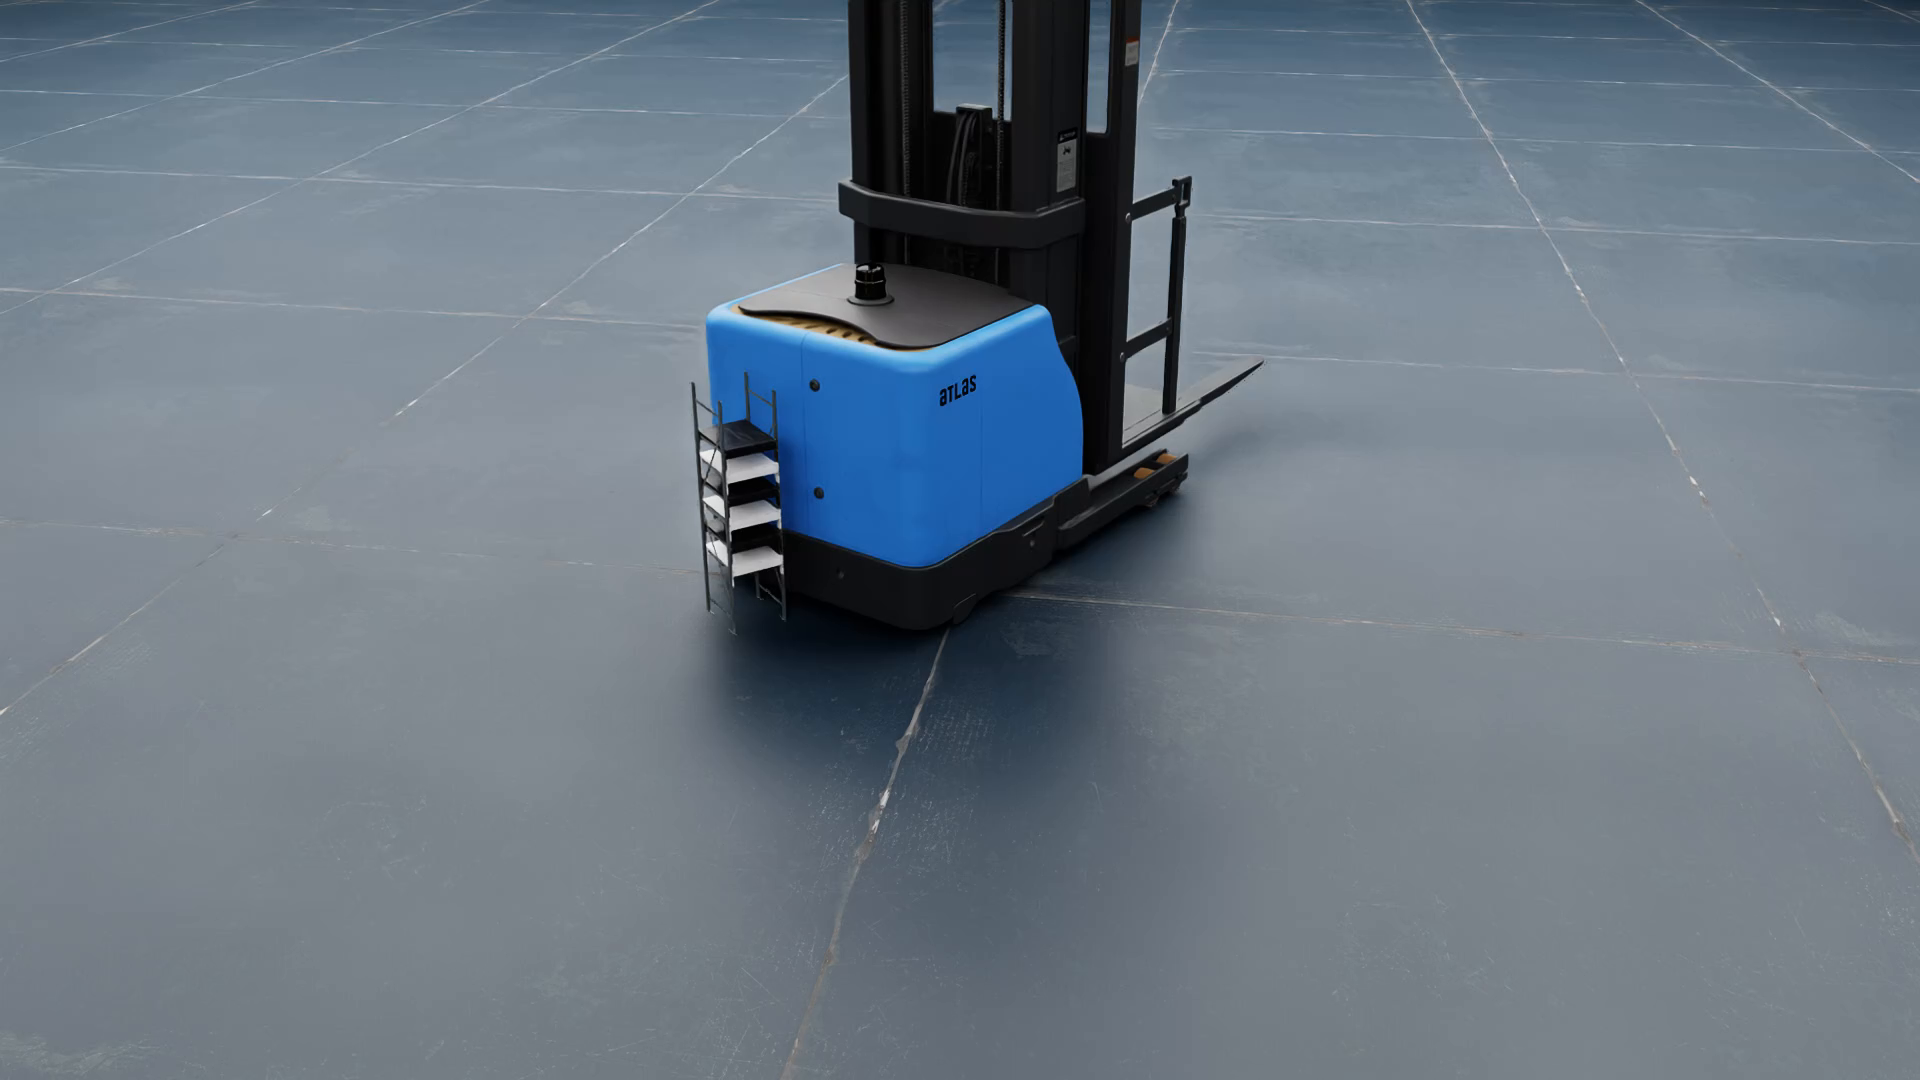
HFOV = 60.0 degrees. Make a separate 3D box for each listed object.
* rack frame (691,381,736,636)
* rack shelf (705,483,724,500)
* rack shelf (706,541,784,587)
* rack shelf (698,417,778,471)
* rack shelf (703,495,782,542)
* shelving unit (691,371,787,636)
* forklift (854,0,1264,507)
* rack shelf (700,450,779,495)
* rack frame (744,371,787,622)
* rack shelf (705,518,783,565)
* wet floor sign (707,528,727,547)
[{"bbox_3d":[-0.874,-0.103,5.907,0.006,0.900,0.240,-15,29,-29],"label":"rack frame"},{"bbox_3d":[-0.788,-0.191,5.926,0.184,0.015,0.199,-15,29,-29],"label":"rack shelf"},{"bbox_3d":[-0.788,0.067,6.047,0.200,0.077,0.258,-15,29,-29],"label":"rack shelf"},{"bbox_3d":[-0.787,-0.340,5.856,0.200,0.077,0.258,-15,29,-29],"label":"rack shelf"},{"bbox_3d":[-0.788,-0.096,5.971,0.200,0.077,0.258,-15,29,-29],"label":"rack shelf"},{"bbox_3d":[-0.788,-0.126,5.956,0.210,0.900,0.258,-15,29,-29],"label":"shelving unit"},{"bbox_3d":[0.360,-1.561,6.703,1.118,2.867,2.937,17,30,32],"label":"forklift"},{"bbox_3d":[-0.787,-0.259,5.894,0.200,0.077,0.258,-15,29,-29],"label":"rack shelf"},{"bbox_3d":[-0.702,-0.149,6.006,0.006,0.900,0.240,-15,29,-29],"label":"rack frame"},{"bbox_3d":[-0.788,-0.014,6.009,0.200,0.077,0.258,-15,29,-29],"label":"rack shelf"},{"bbox_3d":[-6.421,0.619,4.666,8.619,0.644,8.375,13,28,26],"label":"wet floor sign"}]
